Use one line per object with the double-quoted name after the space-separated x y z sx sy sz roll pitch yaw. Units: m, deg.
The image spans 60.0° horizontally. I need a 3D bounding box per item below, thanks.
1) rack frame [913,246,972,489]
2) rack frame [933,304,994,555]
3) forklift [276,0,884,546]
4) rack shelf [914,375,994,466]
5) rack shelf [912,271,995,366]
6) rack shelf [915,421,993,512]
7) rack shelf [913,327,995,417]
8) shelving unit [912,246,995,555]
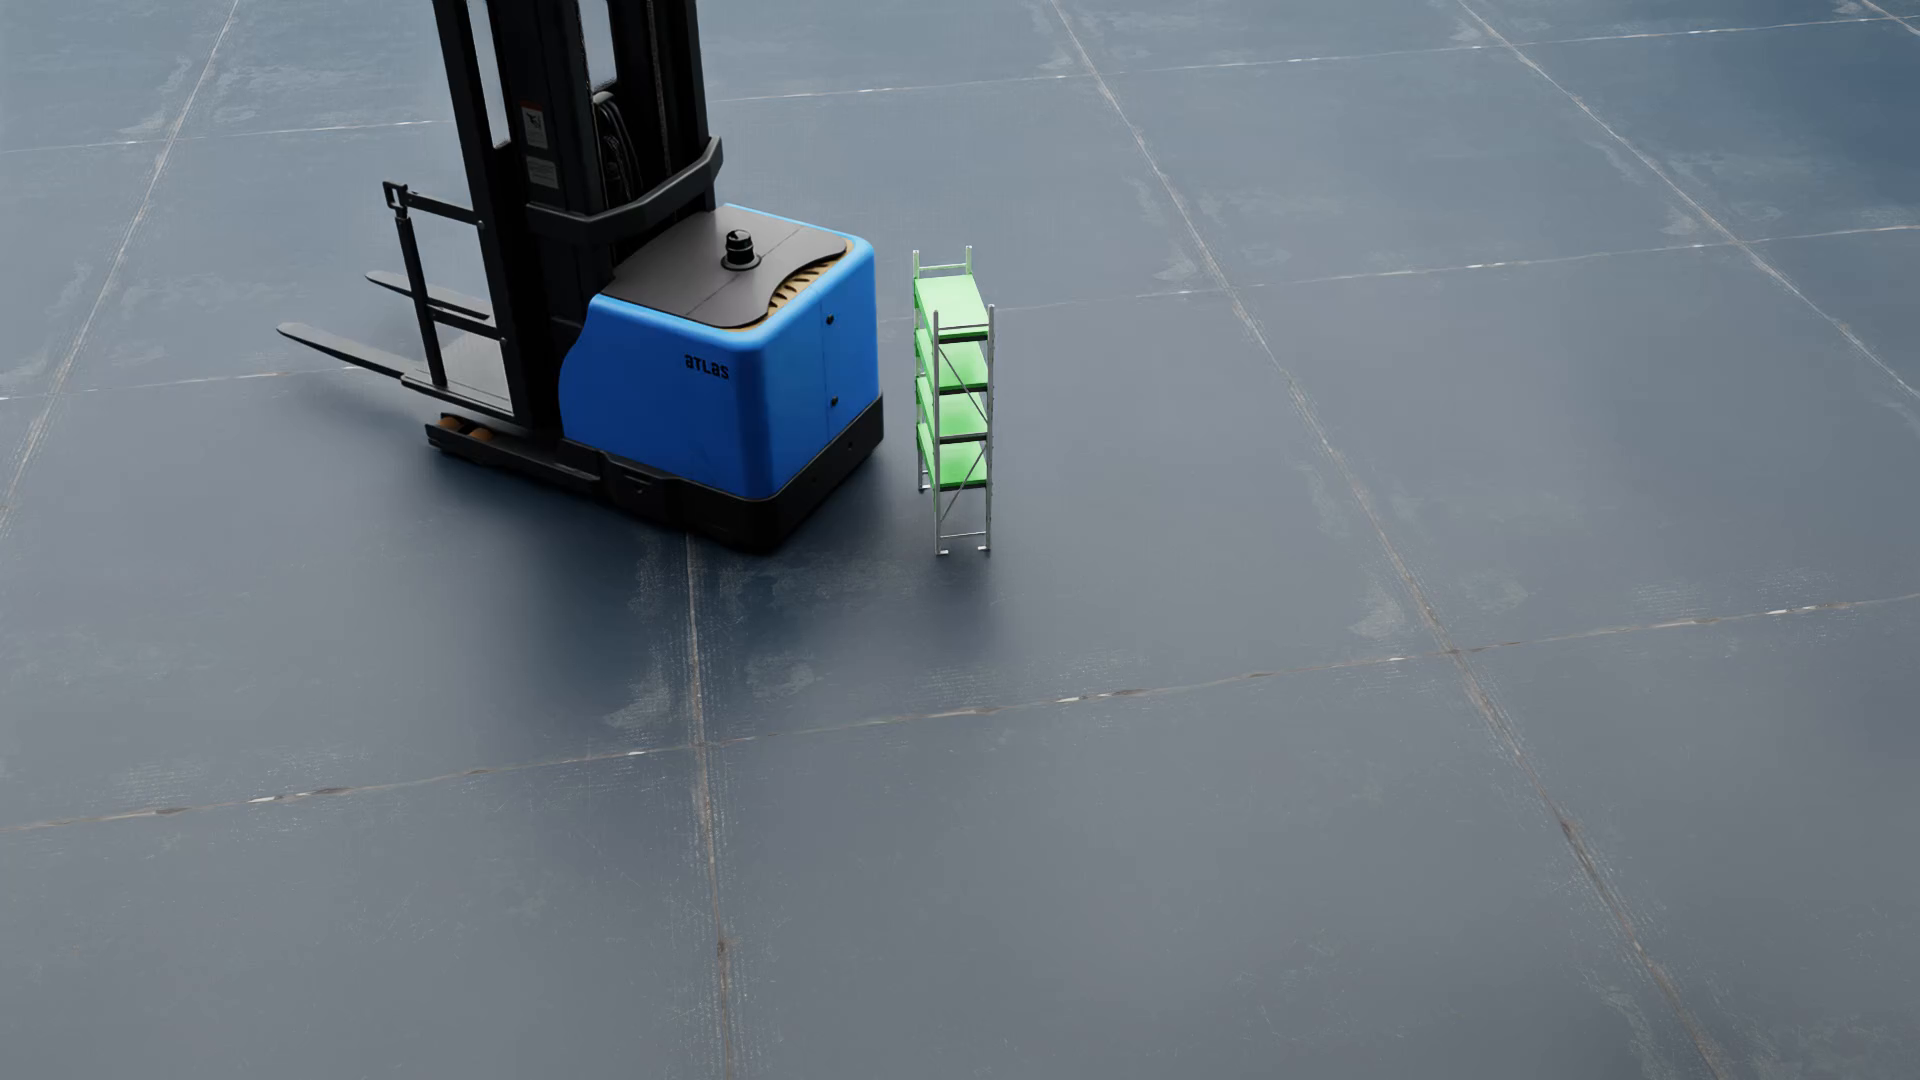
-0.072 -0.721 7.200 0.240 1.200 0.015 -6 38 -8 "rack frame"
0.014 -0.426 6.821 0.240 1.200 0.015 -6 38 -8 "rack frame"
-1.899 -1.772 7.142 3.031 2.935 1.130 18 41 22 "forklift"
-0.029 -0.523 7.050 0.258 0.148 0.480 -6 38 -8 "rack shelf"
-0.029 -0.902 6.755 0.258 0.148 0.480 -6 38 -8 "rack shelf"
-0.029 -0.334 7.197 0.258 0.148 0.480 -6 38 -8 "rack shelf"
-0.029 -0.713 6.903 0.258 0.148 0.480 -6 38 -8 "rack shelf"
-0.029 -0.574 7.011 0.258 1.200 0.503 -6 38 -8 "shelving unit"
